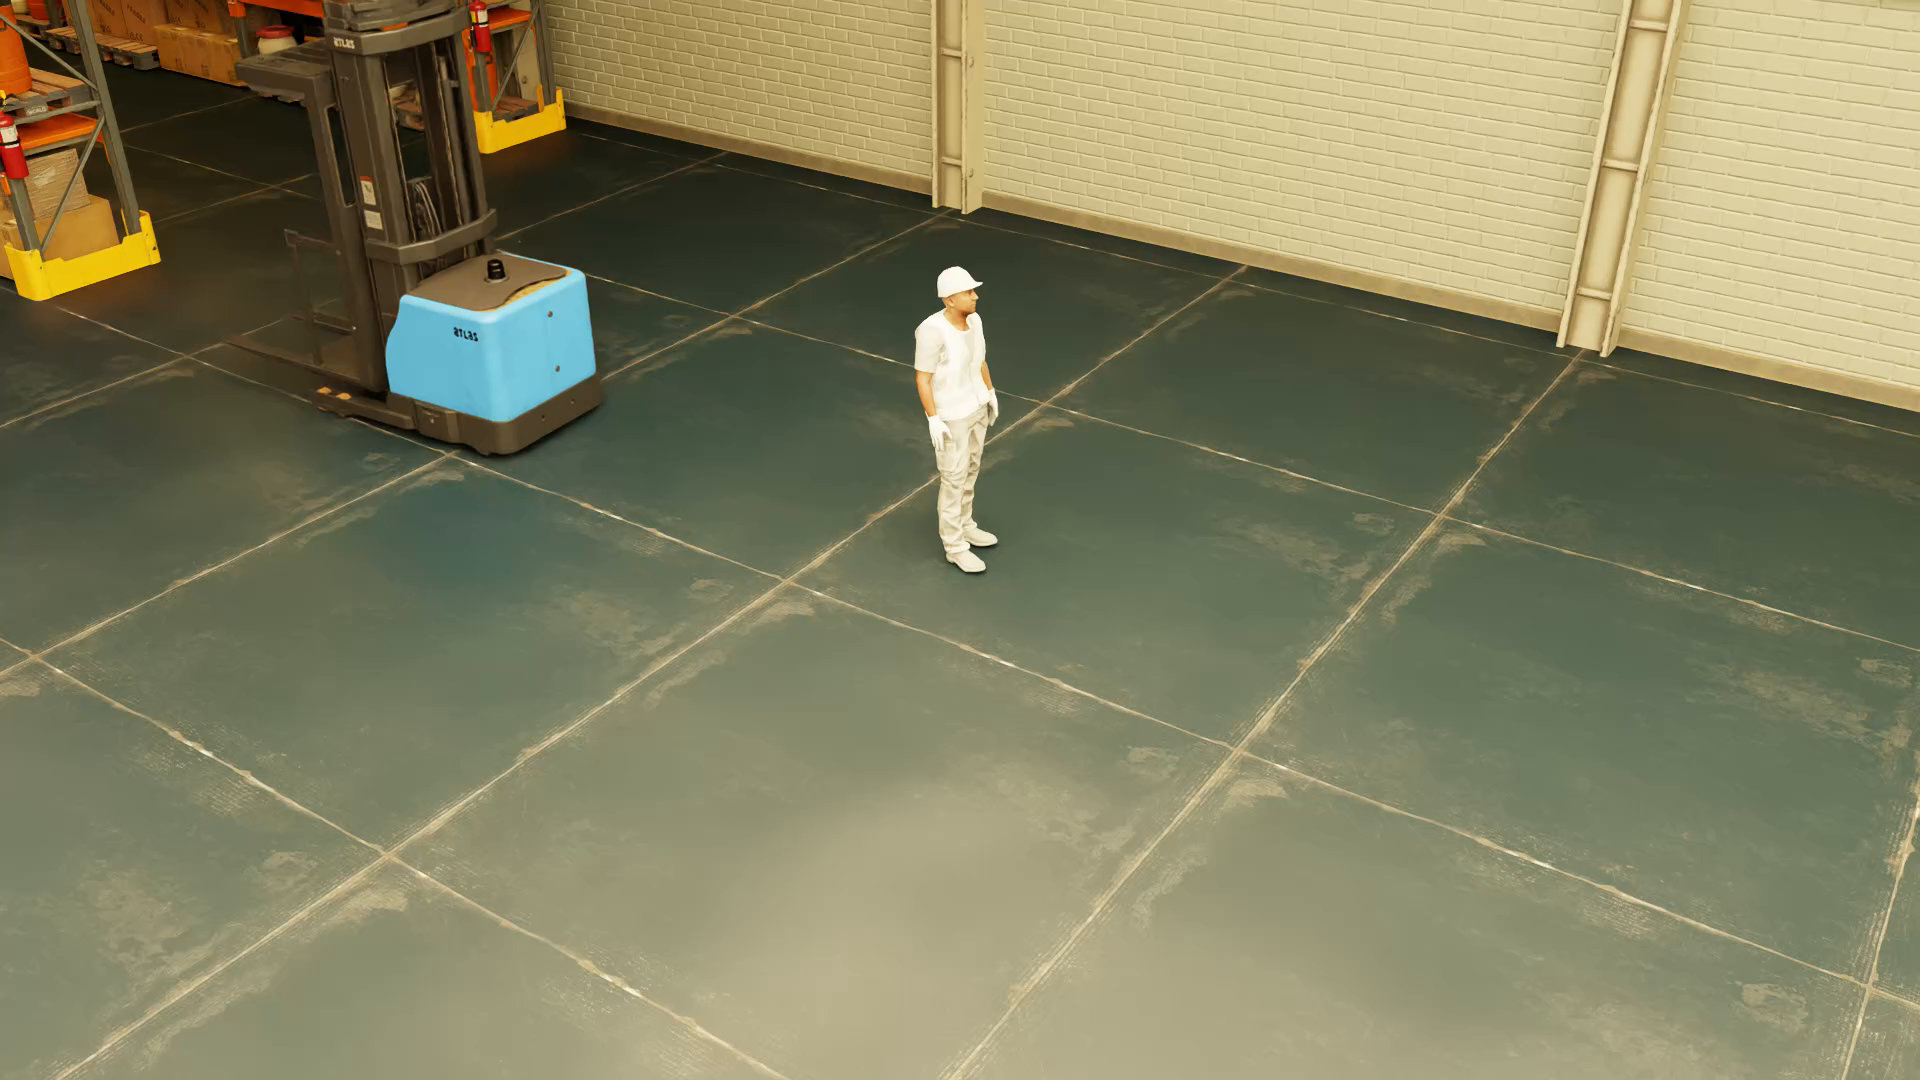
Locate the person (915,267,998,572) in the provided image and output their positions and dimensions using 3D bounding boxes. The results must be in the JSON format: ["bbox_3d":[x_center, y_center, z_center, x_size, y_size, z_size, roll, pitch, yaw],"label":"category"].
[{"bbox_3d":[0.054,-0.754,10.007,0.577,1.782,0.656,19,35,29],"label":"person"}]

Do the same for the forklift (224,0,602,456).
[{"bbox_3d":[-4.139,-2.375,11.671,3.031,2.935,1.130,16,34,25],"label":"forklift"}]
